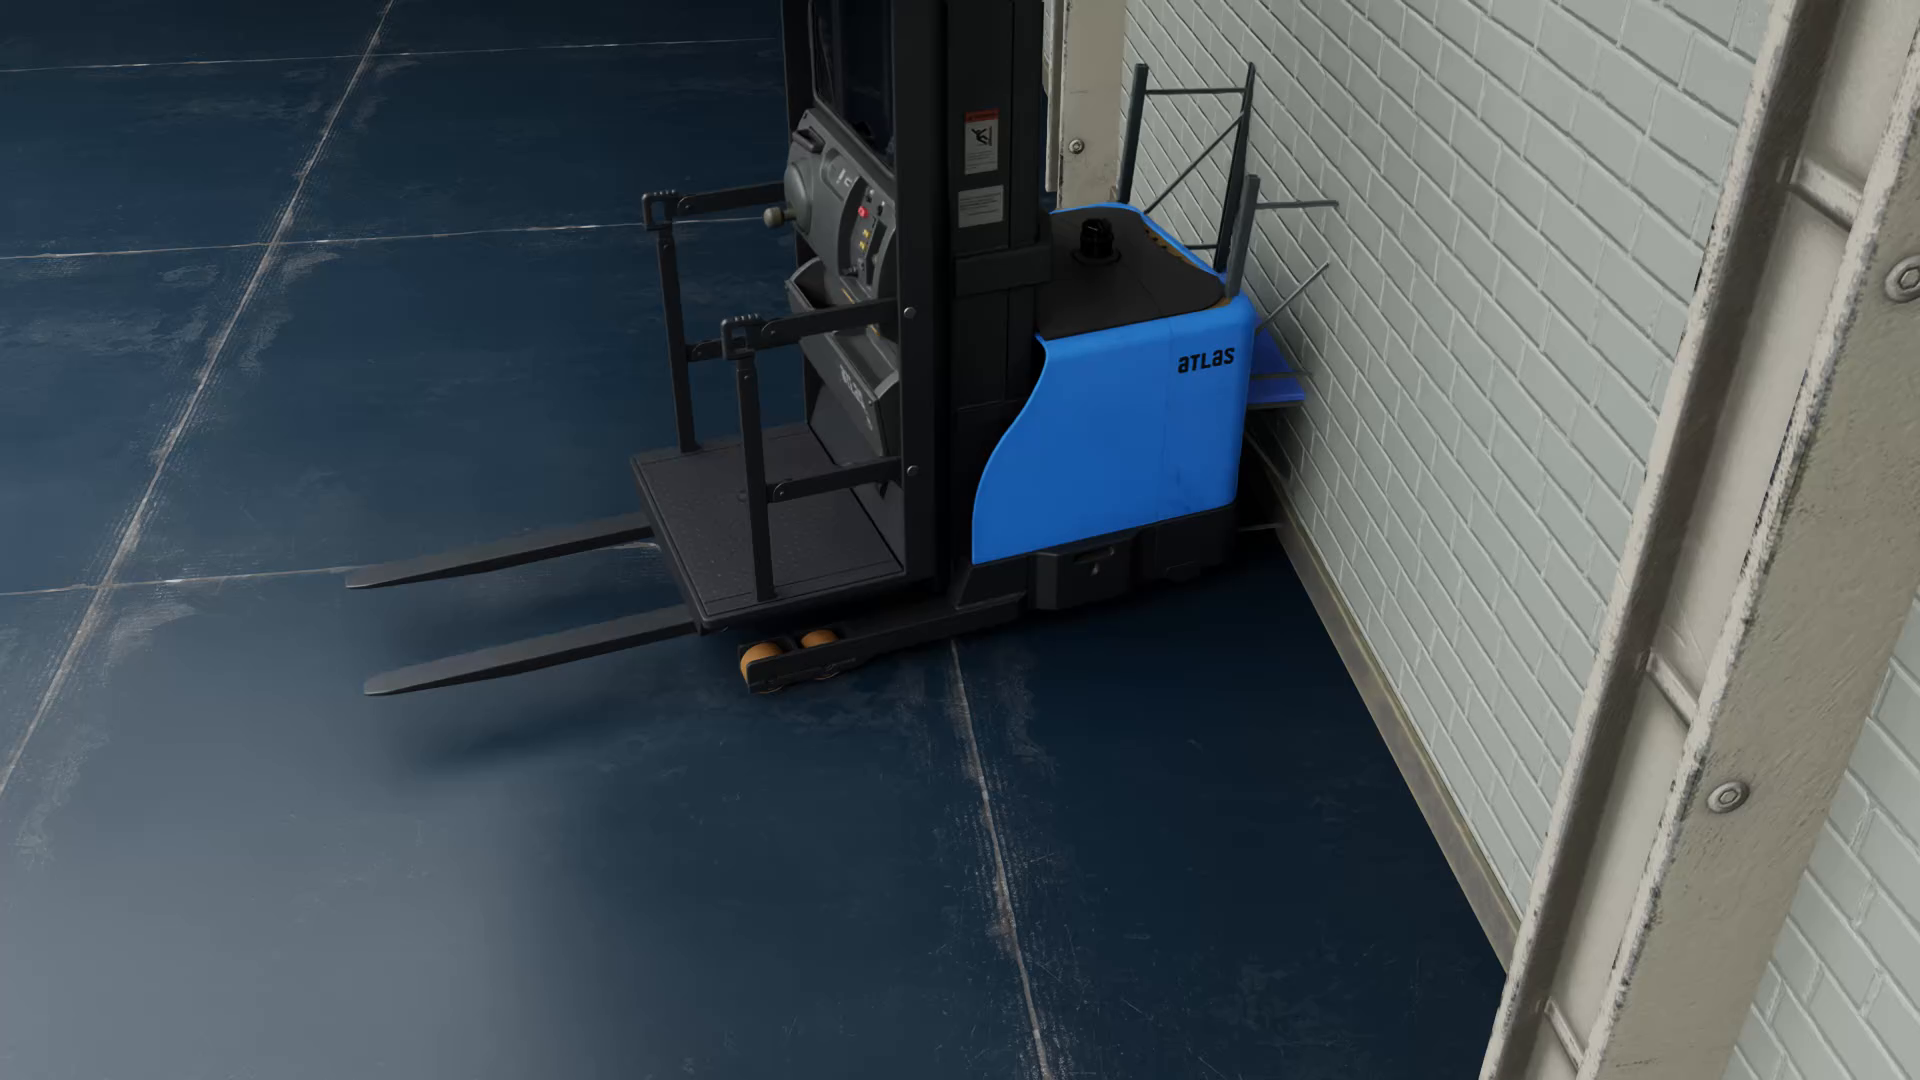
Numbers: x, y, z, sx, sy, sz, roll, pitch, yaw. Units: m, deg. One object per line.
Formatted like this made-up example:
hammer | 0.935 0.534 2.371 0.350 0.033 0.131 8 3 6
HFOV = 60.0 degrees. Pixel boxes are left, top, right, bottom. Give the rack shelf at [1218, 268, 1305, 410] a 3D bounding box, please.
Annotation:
rack shelf | 0.950 -0.713 6.291 0.538 0.185 1.000 -5 36 -15

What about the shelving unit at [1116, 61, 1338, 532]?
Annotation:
shelving unit | 0.964 -0.859 6.188 0.538 1.500 1.048 -5 36 -15

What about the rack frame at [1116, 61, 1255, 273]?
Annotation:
rack frame | 0.830 -1.150 6.583 0.500 1.500 0.032 -5 36 -15

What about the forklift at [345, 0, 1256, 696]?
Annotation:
forklift | -0.567 -1.041 5.175 3.031 2.935 1.130 -13 36 -18

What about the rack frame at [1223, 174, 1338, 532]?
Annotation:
rack frame | 1.097 -0.569 5.792 0.500 1.500 0.032 -5 36 -15

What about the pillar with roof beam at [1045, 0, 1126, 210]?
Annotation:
pillar with roof beam | -3.622 -5.216 5.913 9.100 9.000 0.400 -4 35 -6
